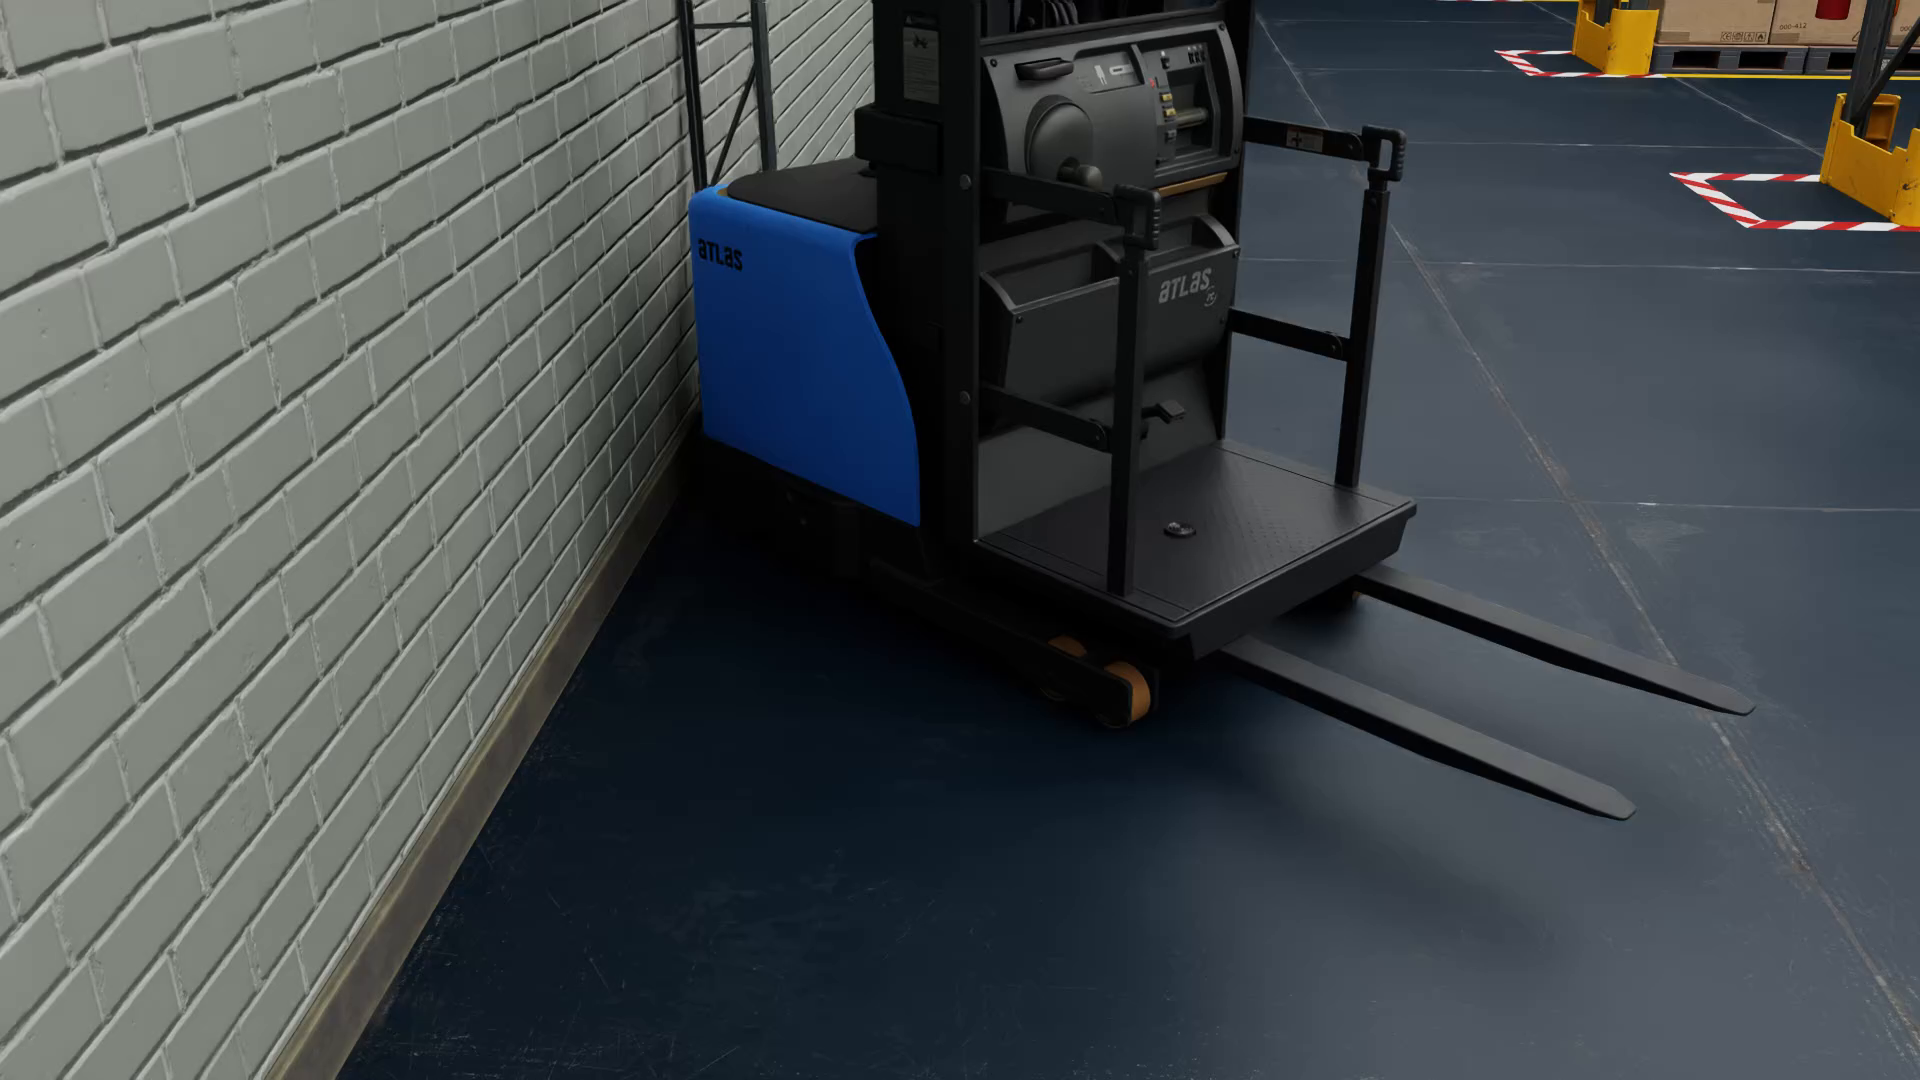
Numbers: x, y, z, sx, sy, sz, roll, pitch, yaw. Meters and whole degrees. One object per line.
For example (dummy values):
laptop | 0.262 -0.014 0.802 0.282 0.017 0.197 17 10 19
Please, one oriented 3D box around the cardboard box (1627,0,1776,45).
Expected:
cardboard box | 6.111 -4.390 13.765 0.875 0.438 0.875 1 25 2

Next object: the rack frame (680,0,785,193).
rack frame | -0.722 -1.038 5.525 0.032 1.500 0.500 -16 22 -37

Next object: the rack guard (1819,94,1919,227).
rack guard | 5.242 -2.138 9.299 0.348 0.500 1.175 2 25 4

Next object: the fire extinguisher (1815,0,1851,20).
fire extinguisher | 4.951 -3.272 9.312 0.183 0.674 0.296 2 25 4

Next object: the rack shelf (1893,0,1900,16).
rack shelf | 7.161 -2.886 8.793 4.000 0.370 1.077 2 25 4

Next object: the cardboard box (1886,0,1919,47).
cardboard box | 7.923 -4.335 13.645 0.875 0.438 0.875 1 25 2

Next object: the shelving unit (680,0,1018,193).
shelving unit | -0.342 -1.150 5.828 1.083 1.500 0.587 -16 22 -37

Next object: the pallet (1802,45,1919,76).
pallet | 7.461 -4.043 13.783 1.213 0.211 1.003 2 25 4

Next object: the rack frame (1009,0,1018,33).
rack frame | 0.052 -1.267 6.143 0.032 1.500 0.500 -16 22 -37

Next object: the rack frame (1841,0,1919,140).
rack frame | 5.167 -3.276 8.782 0.127 3.000 1.000 2 25 4

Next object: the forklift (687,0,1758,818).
forklift | 0.565 -1.100 4.133 1.130 2.935 3.031 -23 33 -40

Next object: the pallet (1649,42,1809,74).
pallet | 6.248 -4.083 13.871 1.213 0.211 1.003 2 25 4

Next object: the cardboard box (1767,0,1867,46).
cardboard box | 7.024 -4.364 13.709 0.875 0.438 0.875 2 25 5

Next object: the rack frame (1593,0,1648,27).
rack frame | 5.445 -5.343 13.273 0.127 3.000 1.000 2 25 4

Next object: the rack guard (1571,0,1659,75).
rack guard | 5.421 -4.208 13.797 0.348 0.500 1.175 2 25 4
